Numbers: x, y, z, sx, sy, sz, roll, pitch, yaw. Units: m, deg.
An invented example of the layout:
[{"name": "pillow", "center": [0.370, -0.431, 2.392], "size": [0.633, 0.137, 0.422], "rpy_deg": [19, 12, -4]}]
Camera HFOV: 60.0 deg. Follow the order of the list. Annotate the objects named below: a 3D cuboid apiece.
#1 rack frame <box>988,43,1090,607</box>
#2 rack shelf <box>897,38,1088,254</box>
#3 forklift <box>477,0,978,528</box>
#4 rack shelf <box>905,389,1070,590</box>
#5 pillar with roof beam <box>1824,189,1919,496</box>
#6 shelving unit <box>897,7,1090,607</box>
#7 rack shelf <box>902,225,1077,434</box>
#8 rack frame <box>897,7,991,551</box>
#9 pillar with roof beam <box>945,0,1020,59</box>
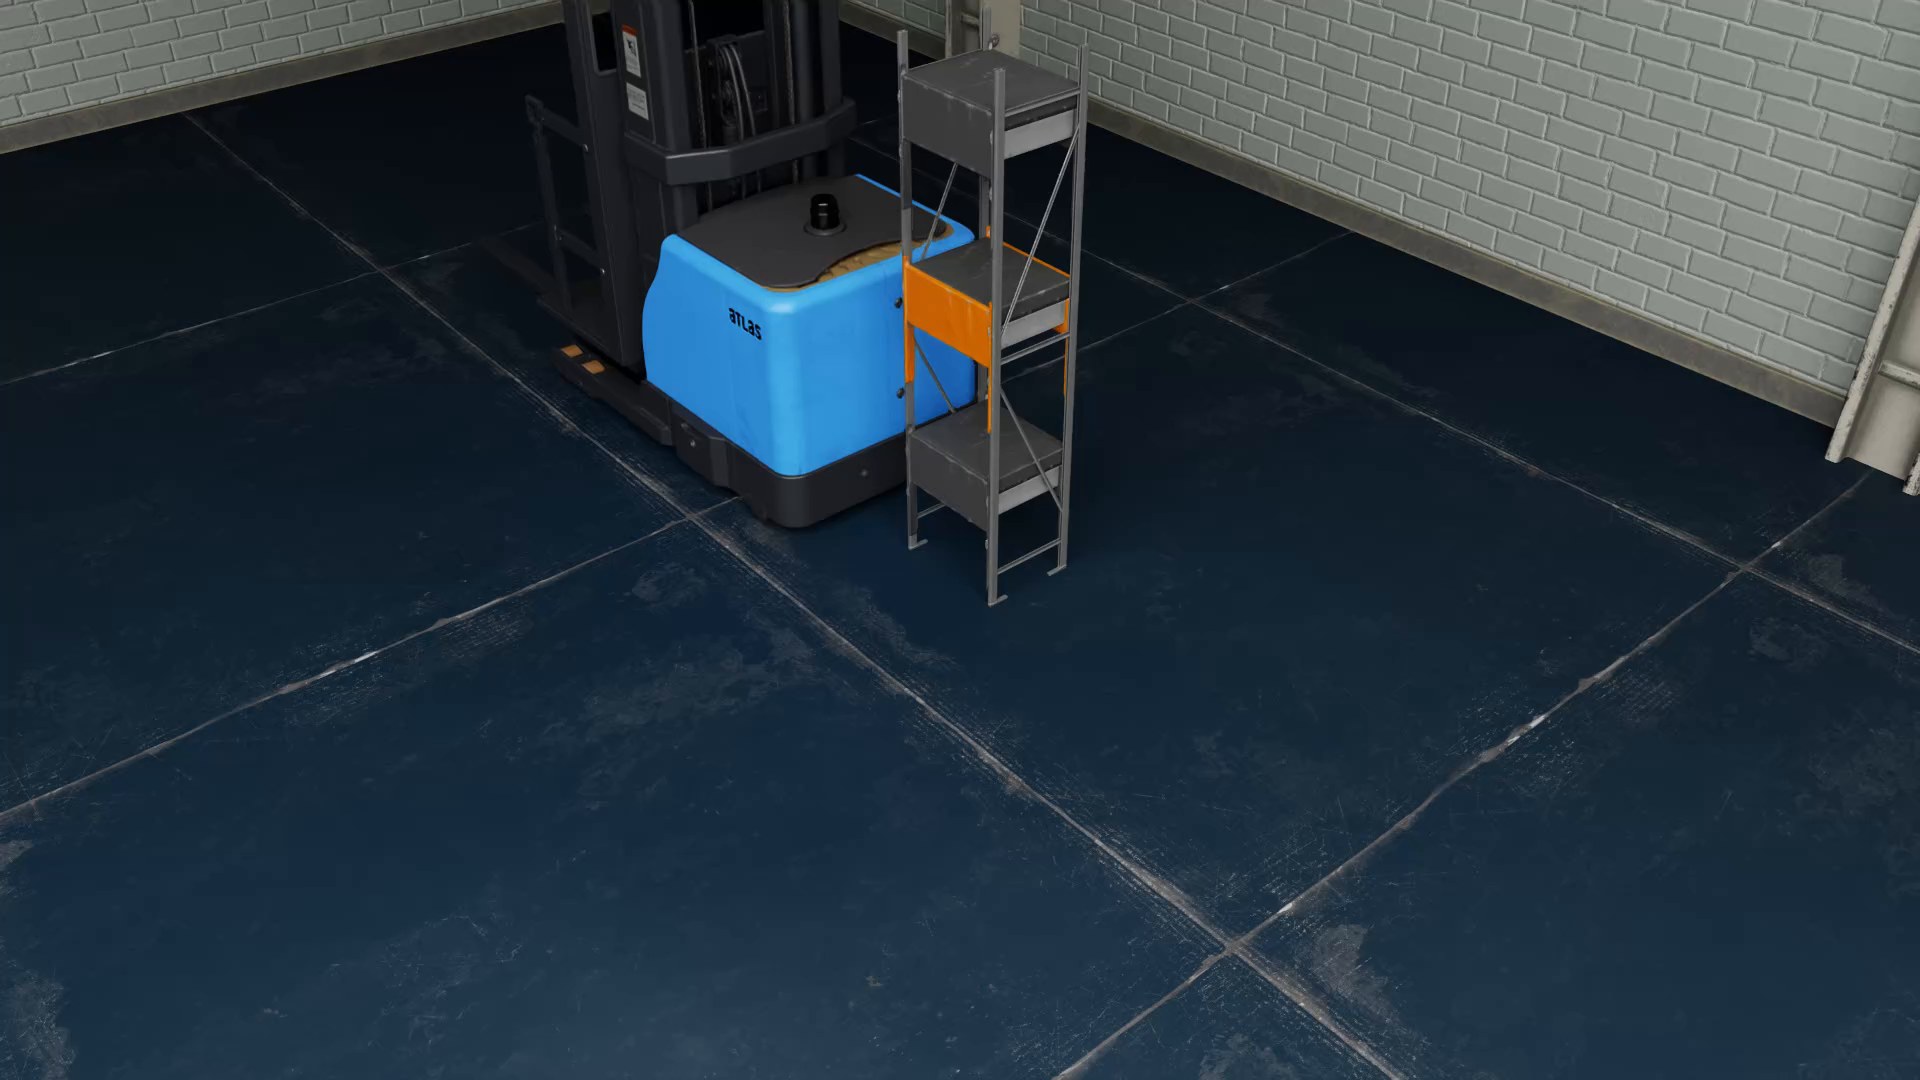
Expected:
[{"name": "rack frame", "center": [0.264, -0.676, 5.888], "size": [0.400, 2.100, 0.015], "rpy_deg": [-26, 43, -32]}, {"name": "rack shelf", "center": [0.107, -1.344, 5.643], "size": [0.431, 0.518, 0.480], "rpy_deg": [-26, 43, -32]}, {"name": "forklift", "center": [-1.255, -2.025, 7.073], "size": [1.130, 2.935, 3.031], "rpy_deg": [-26, 43, -32]}, {"name": "rack shelf", "center": [0.107, -0.201, 6.452], "size": [0.431, 0.518, 0.480], "rpy_deg": [-26, 43, -32]}, {"name": "pillar with roof beam", "center": [0.726, -2.396, 2.347], "size": [9.100, 9.000, 0.400], "rpy_deg": [-26, 43, -32]}, {"name": "shelving unit", "center": [0.107, -0.784, 6.040], "size": [0.431, 2.100, 0.503], "rpy_deg": [-26, 43, -32]}, {"name": "rack shelf", "center": [0.107, -0.773, 6.048], "size": [0.431, 0.518, 0.480], "rpy_deg": [-26, 43, -32]}, {"name": "rack frame", "center": [-0.051, -0.892, 6.192], "size": [0.400, 2.100, 0.015], "rpy_deg": [-26, 43, -32]}, {"name": "pillar with roof beam", "center": [-3.146, -5.045, 6.087], "size": [9.100, 9.000, 0.400], "rpy_deg": [-26, 43, -32]}]
